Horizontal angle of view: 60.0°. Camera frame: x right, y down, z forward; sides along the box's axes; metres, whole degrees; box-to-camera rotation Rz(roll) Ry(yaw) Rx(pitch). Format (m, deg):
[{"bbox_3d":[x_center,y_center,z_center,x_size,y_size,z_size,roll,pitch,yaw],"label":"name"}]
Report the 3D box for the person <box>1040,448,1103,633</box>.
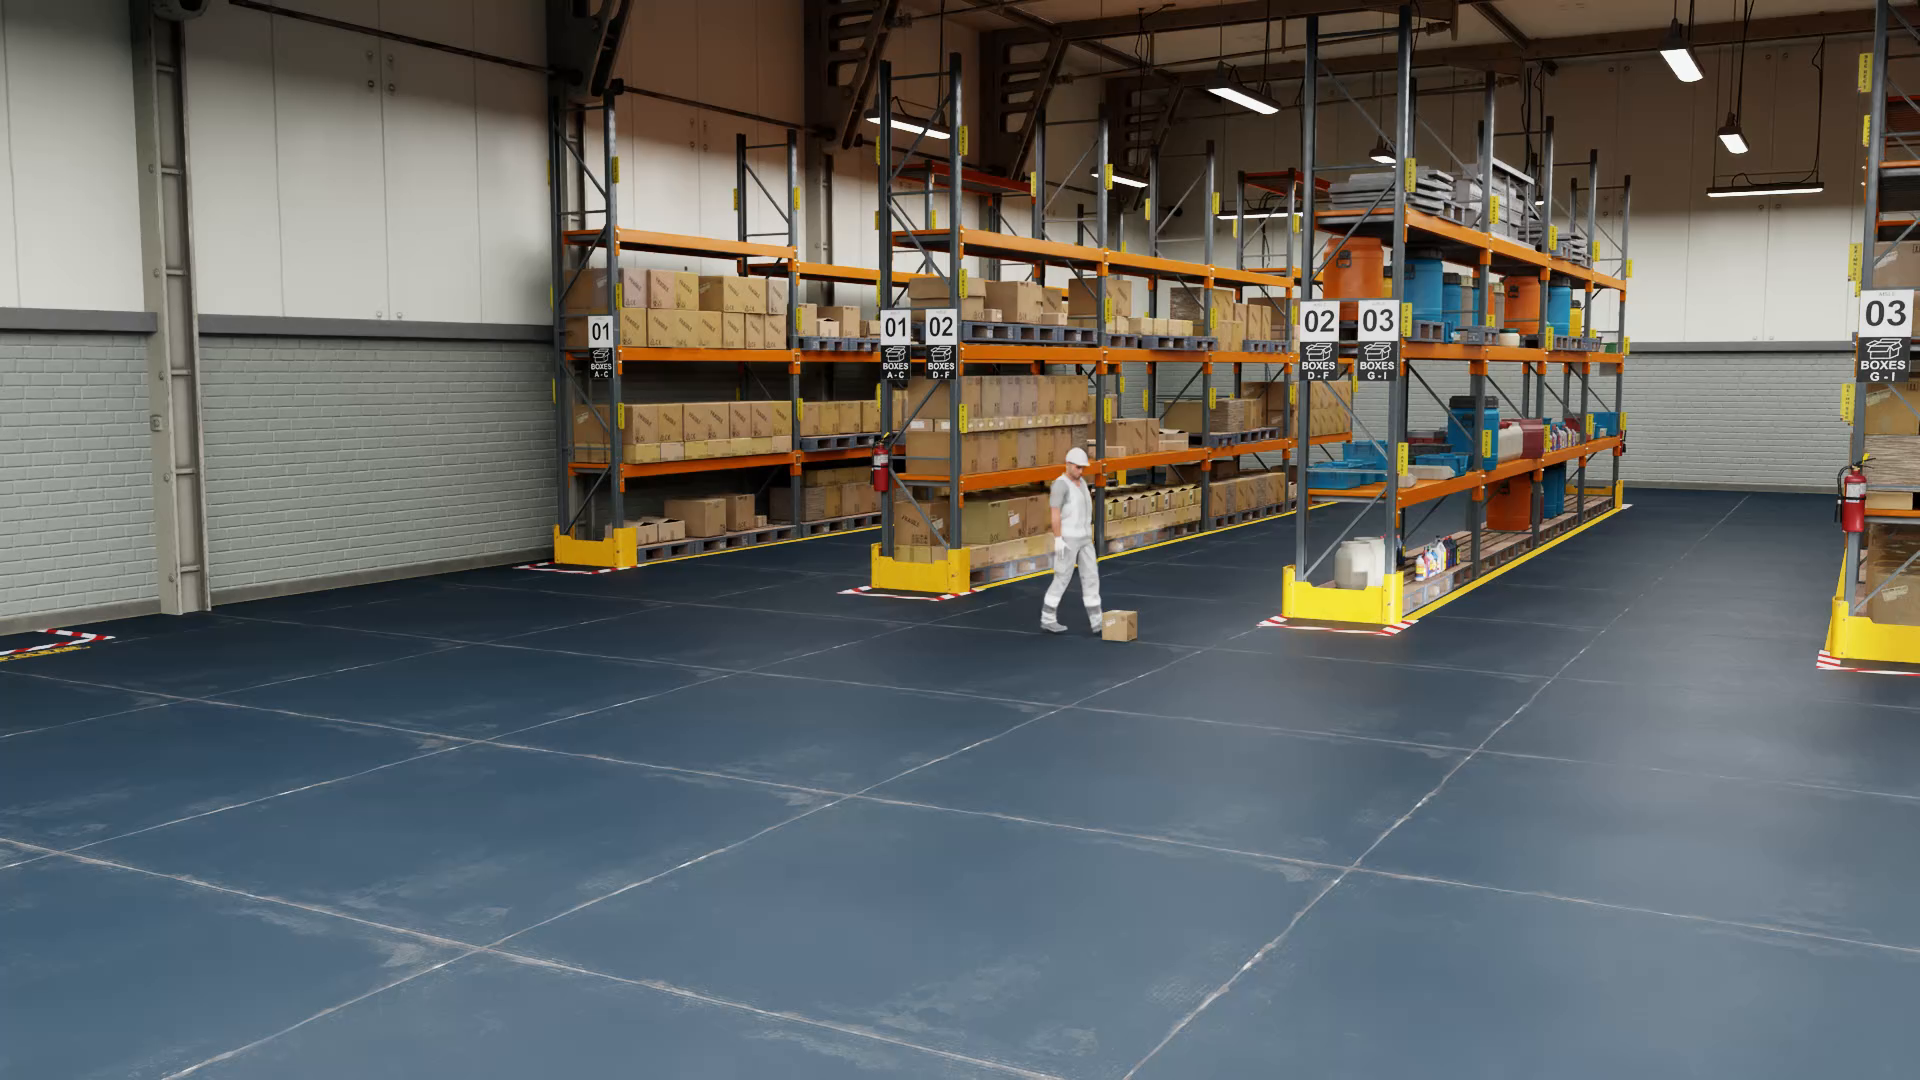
[{"bbox_3d":[1.137,0.013,15.777,0.748,1.773,0.607,4,7,35],"label":"person"}]
